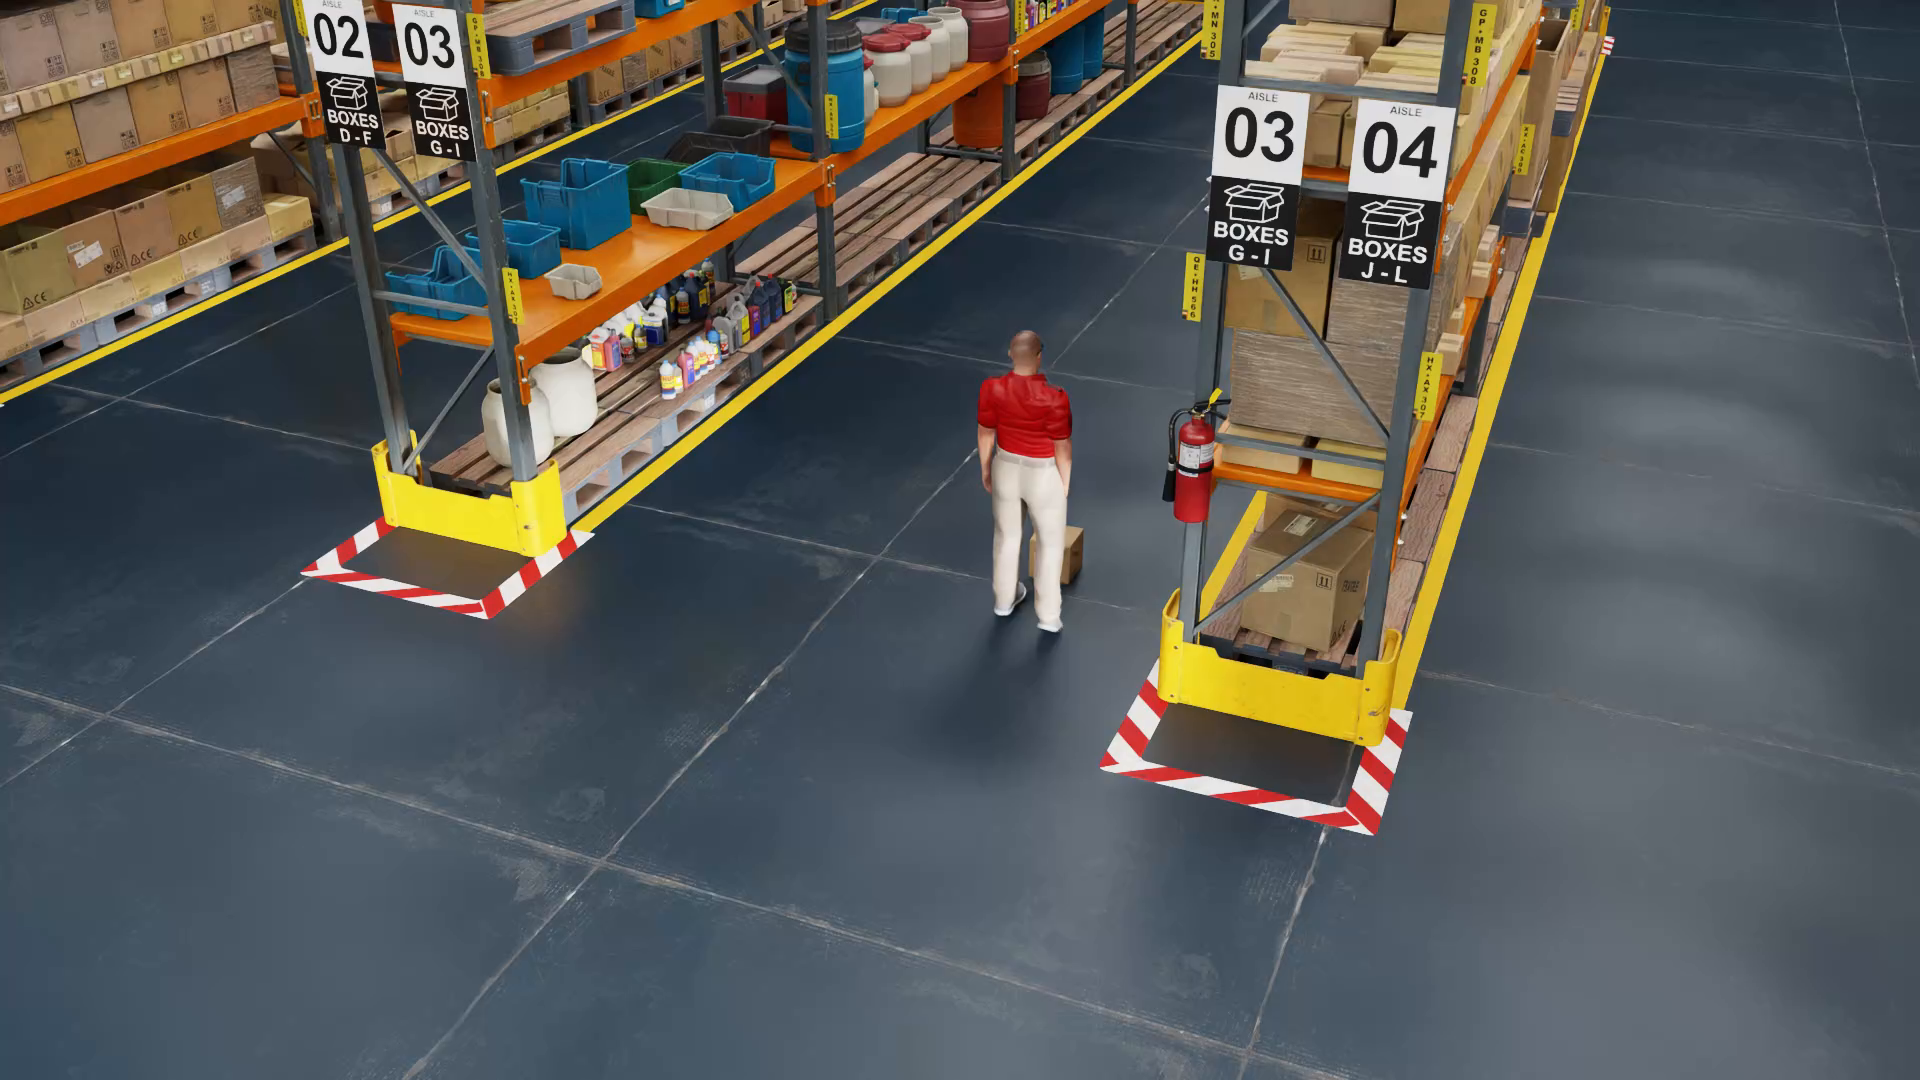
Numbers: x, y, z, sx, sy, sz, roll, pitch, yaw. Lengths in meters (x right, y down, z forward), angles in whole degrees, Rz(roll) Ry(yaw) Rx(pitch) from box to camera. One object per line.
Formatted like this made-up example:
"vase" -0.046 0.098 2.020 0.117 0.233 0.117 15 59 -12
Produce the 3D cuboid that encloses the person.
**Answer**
"person" 0.360 -0.315 9.044 0.535 1.793 0.435 12 31 20
